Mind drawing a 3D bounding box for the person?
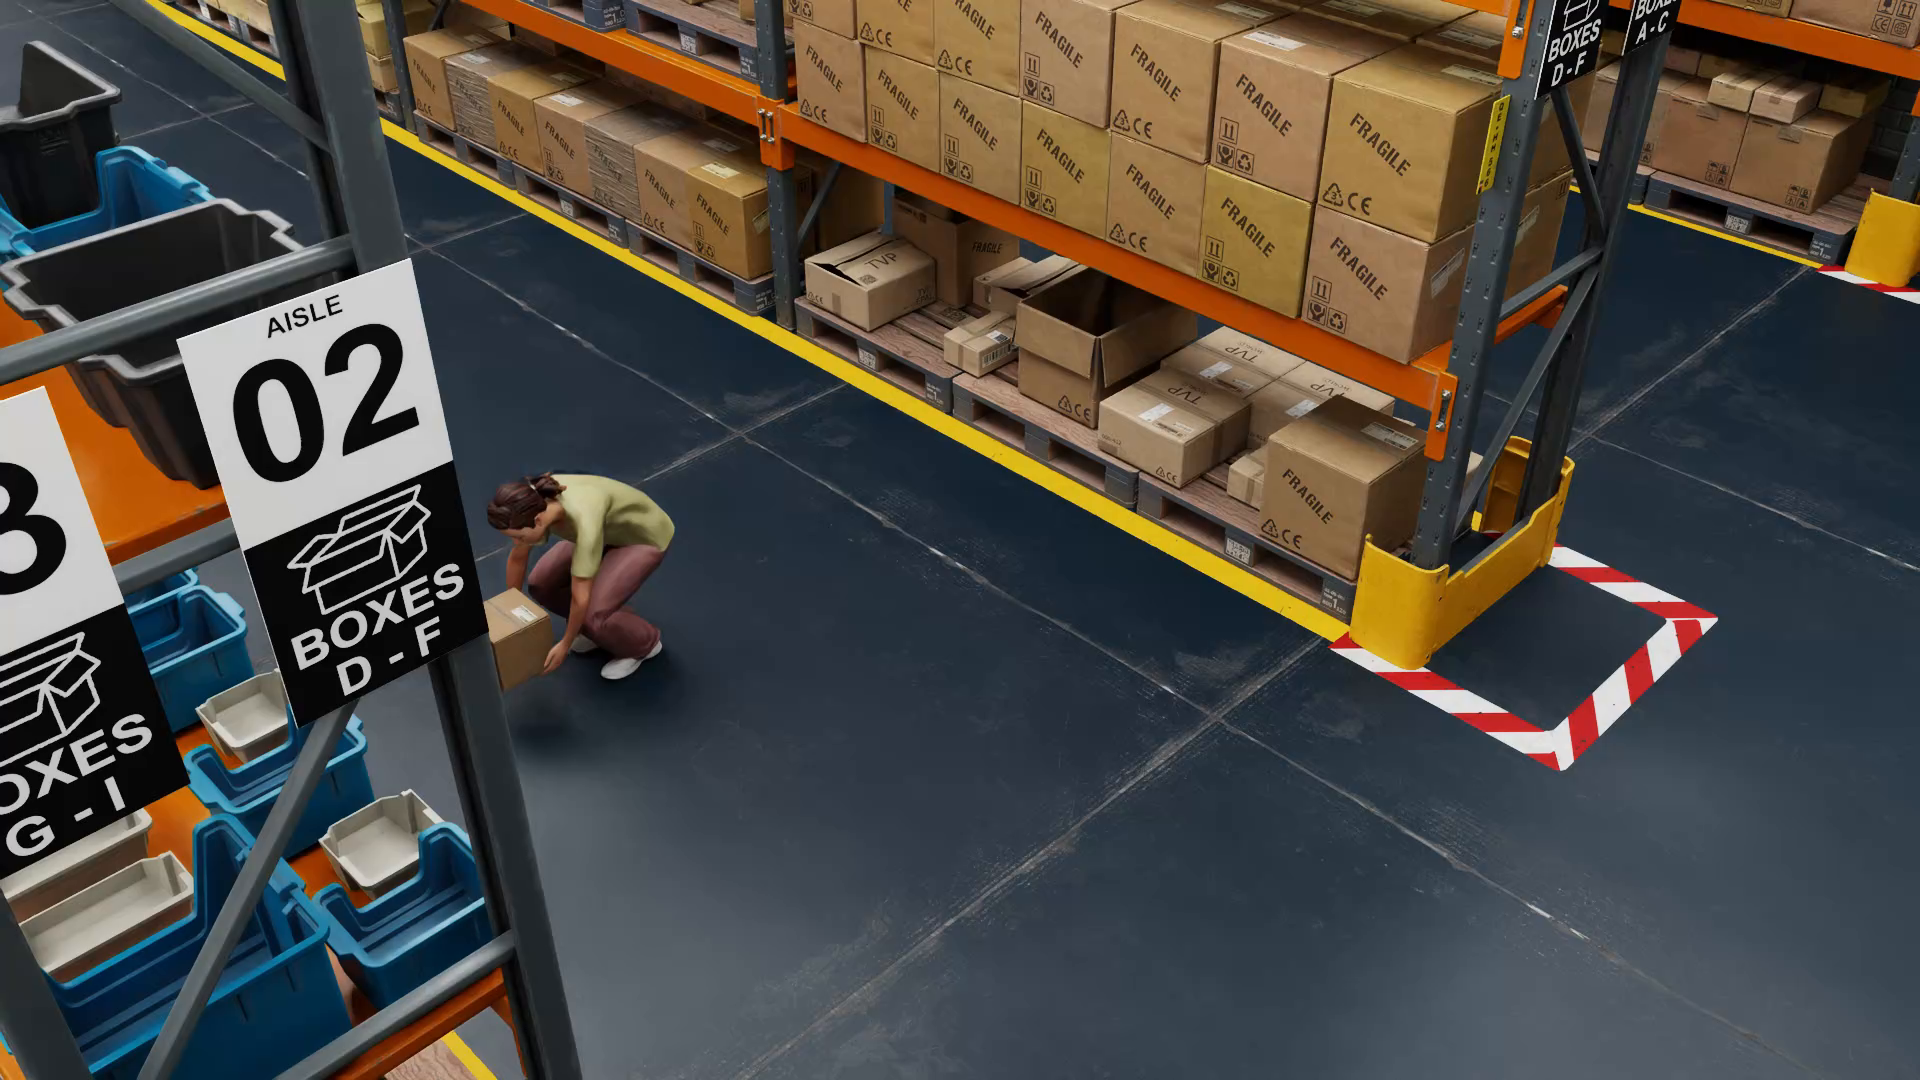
[{"bbox_3d":[-1.470,0.095,6.573,0.495,1.028,0.764,30,45,35],"label":"person"}]
